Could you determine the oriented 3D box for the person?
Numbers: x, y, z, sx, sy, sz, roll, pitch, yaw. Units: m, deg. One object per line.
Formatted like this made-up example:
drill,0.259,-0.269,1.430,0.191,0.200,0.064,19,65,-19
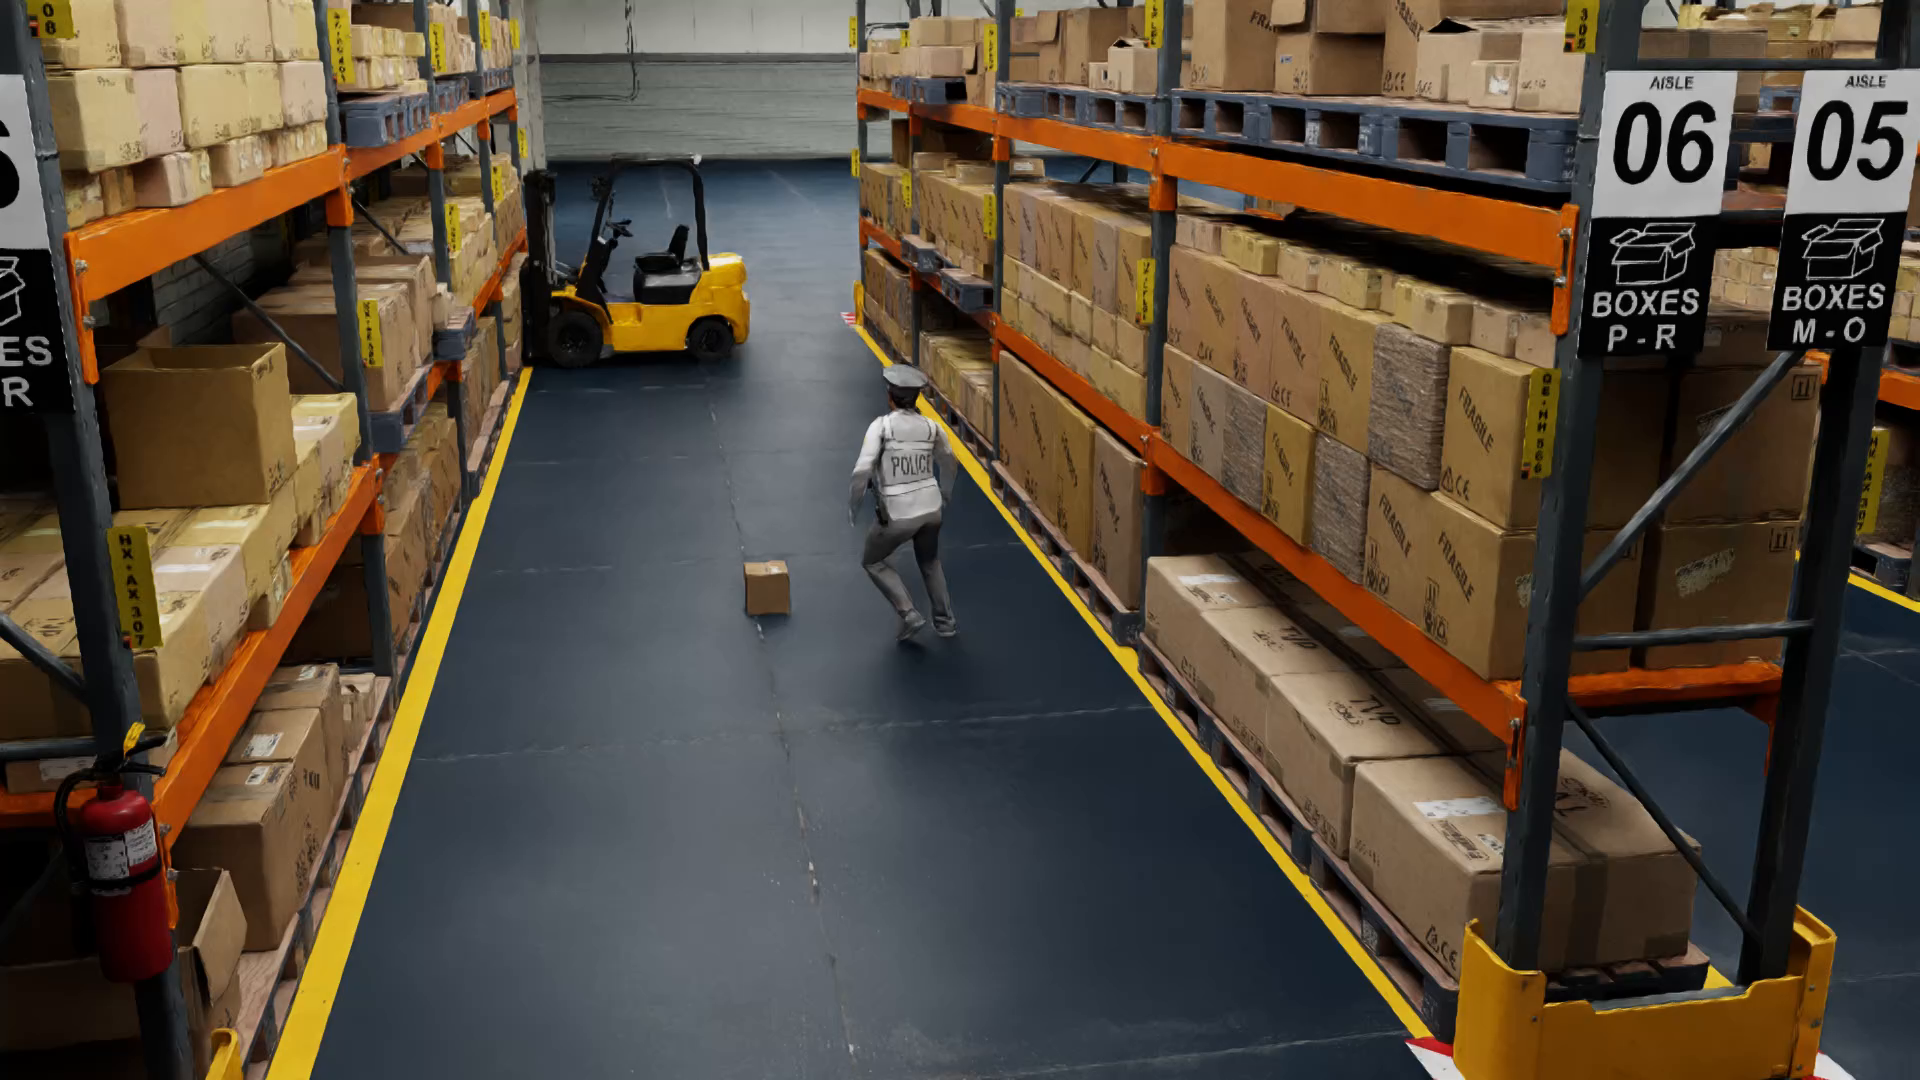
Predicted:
person,-0.281,-0.176,9.277,0.775,1.603,0.468,-11,20,-33
